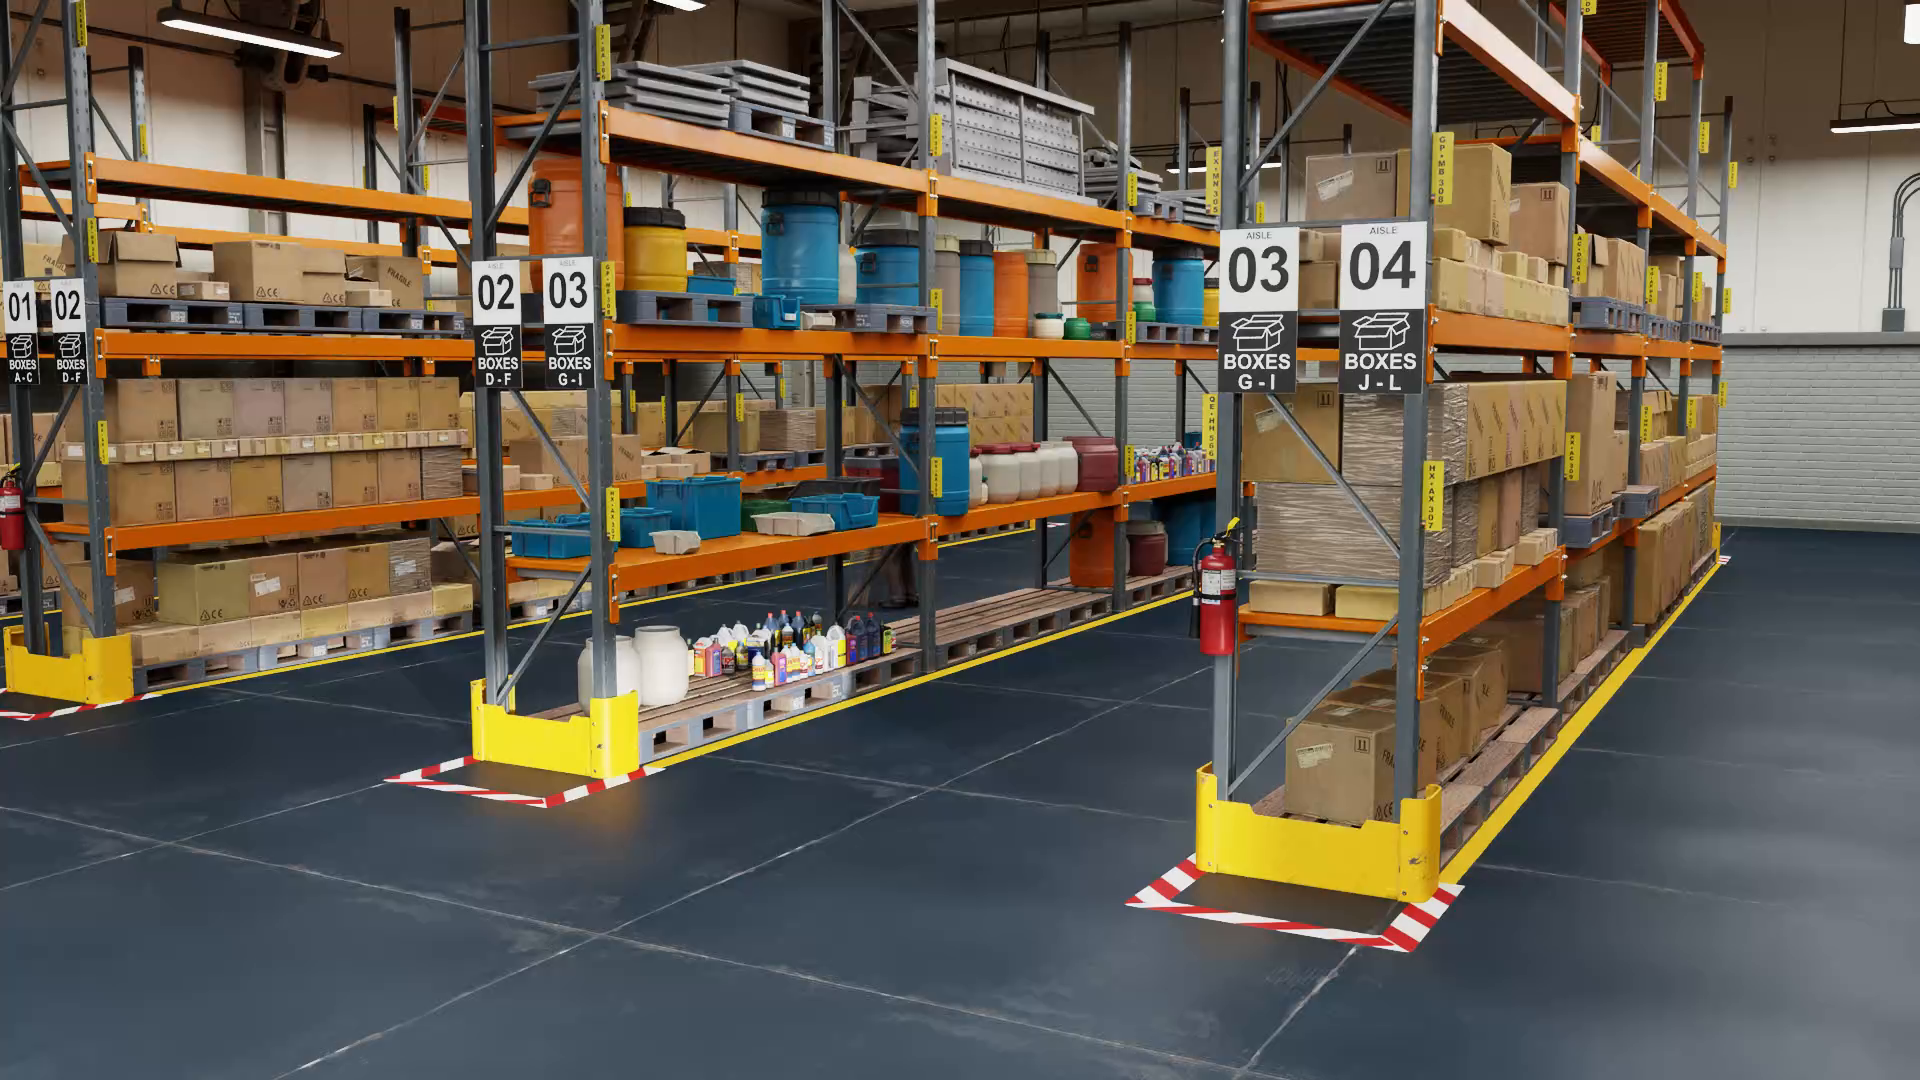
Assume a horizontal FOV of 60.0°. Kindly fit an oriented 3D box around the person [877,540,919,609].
[{"bbox_3d":[-0.727,-0.083,17.713,0.675,1.600,0.470,3,7,27],"label":"person"}]
